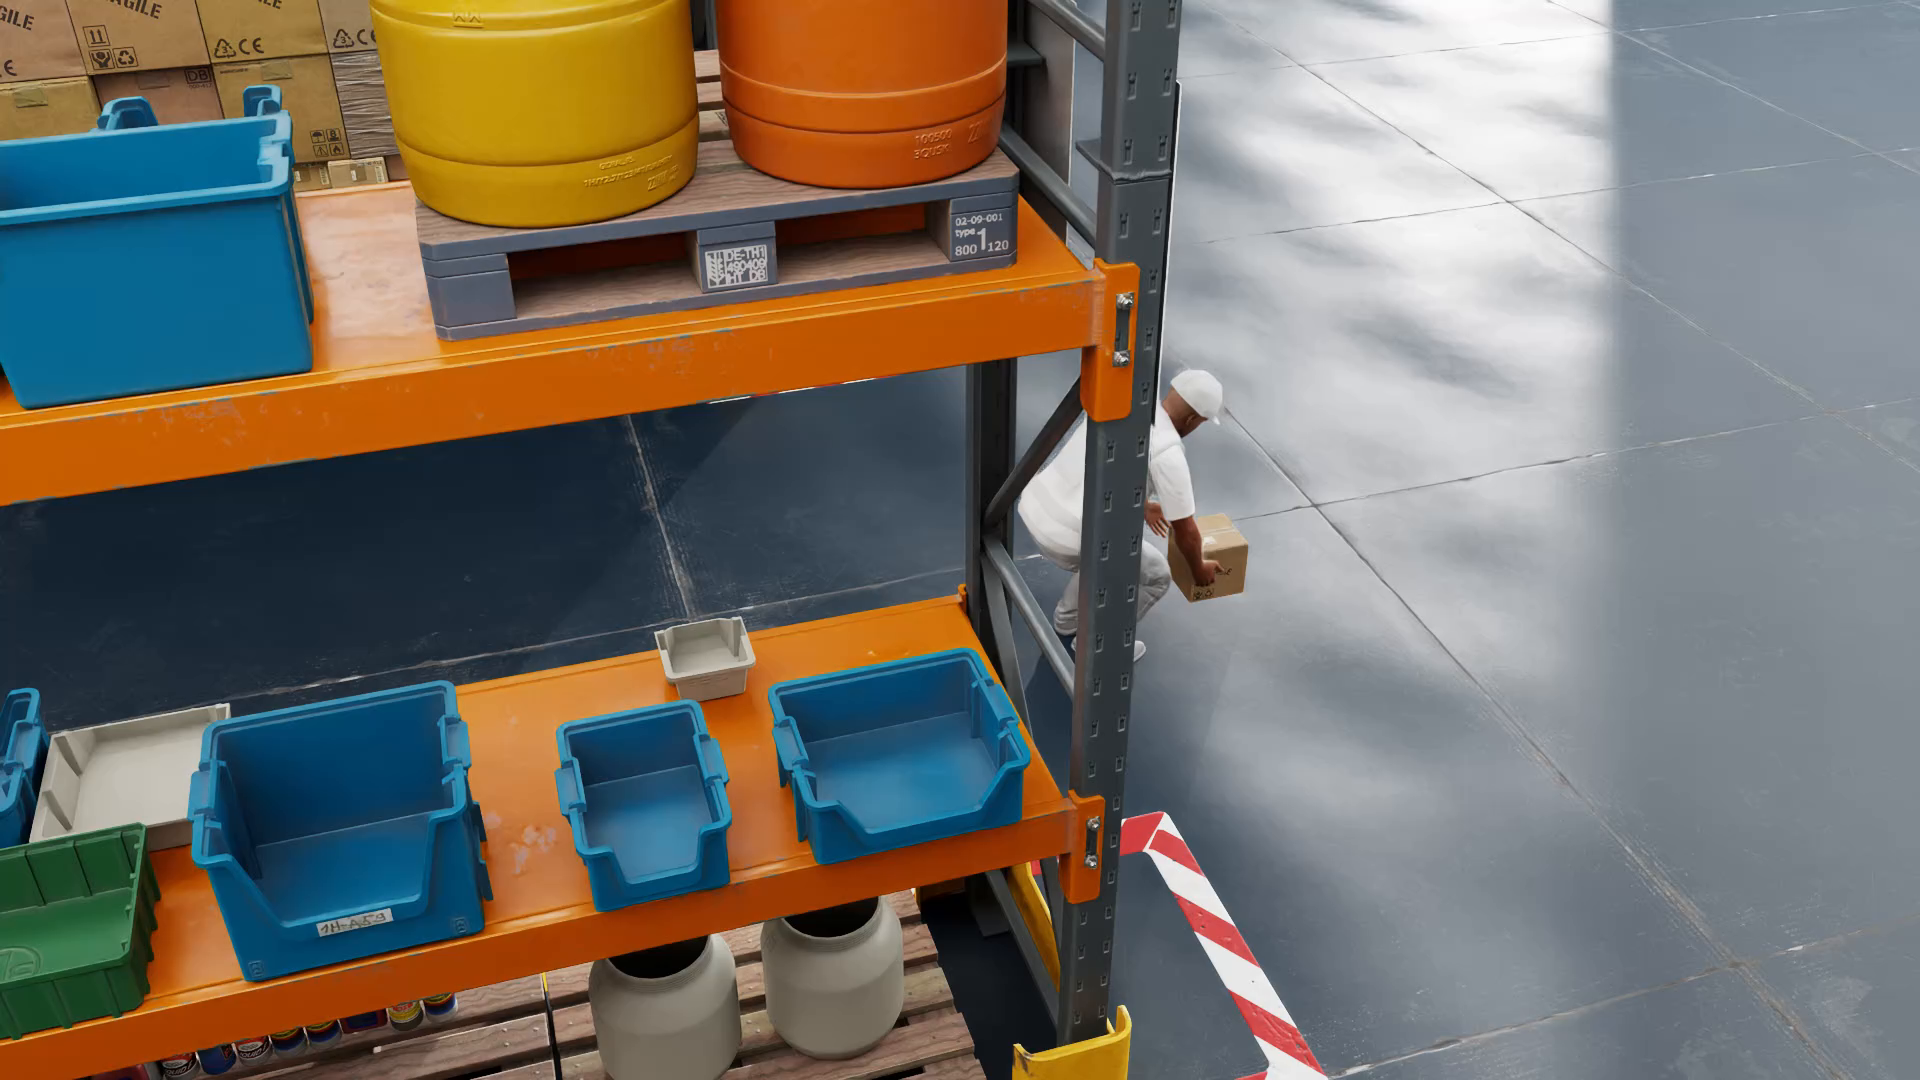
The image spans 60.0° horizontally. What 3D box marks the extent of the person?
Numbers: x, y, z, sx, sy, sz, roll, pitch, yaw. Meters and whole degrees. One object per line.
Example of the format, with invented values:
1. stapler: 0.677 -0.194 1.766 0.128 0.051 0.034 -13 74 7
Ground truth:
1. person: 0.647 -0.109 6.791 0.839 1.207 0.620 -10 35 -15
